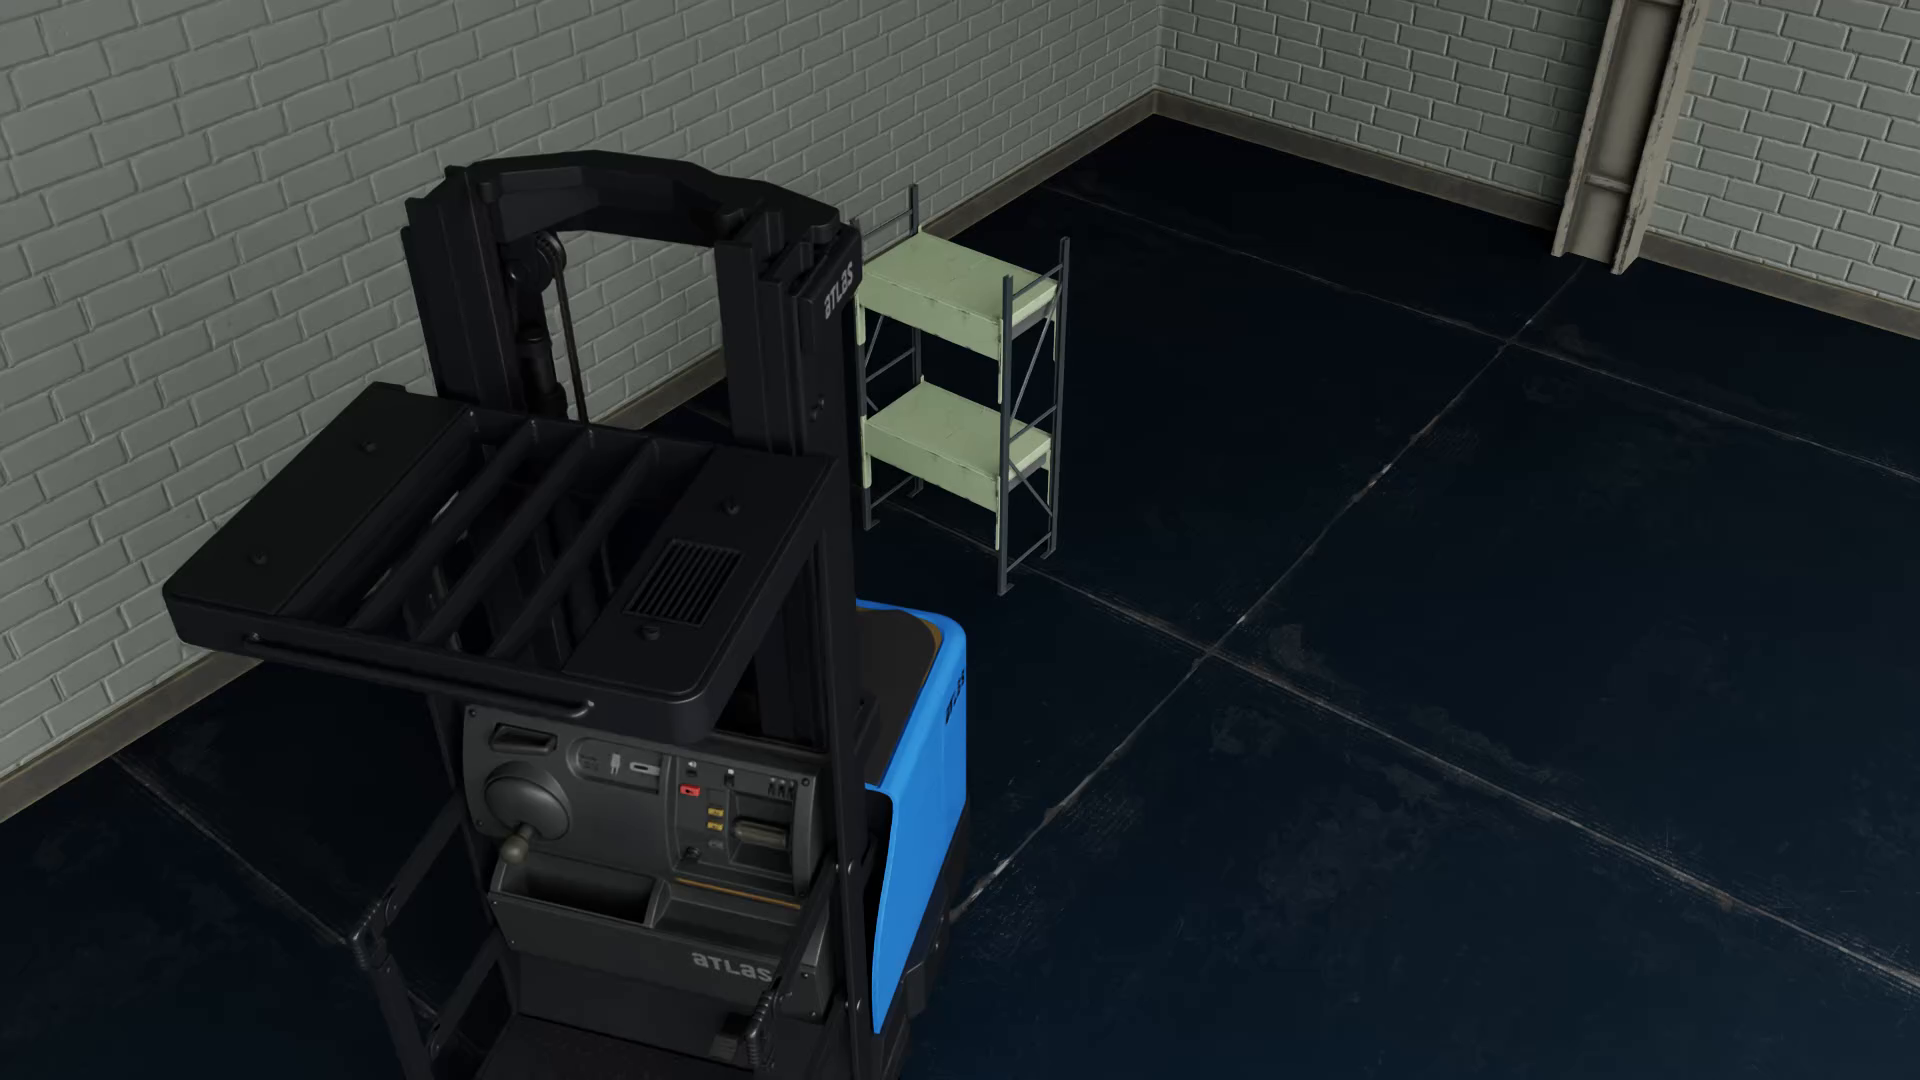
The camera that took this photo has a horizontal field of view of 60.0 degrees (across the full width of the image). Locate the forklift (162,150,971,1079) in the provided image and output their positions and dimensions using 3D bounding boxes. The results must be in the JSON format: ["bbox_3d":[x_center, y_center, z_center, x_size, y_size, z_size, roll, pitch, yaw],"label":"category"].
[{"bbox_3d":[-0.853,0.728,3.942,1.130,2.935,3.031,10,39,12],"label":"forklift"}]

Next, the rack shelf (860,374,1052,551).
[{"bbox_3d":[-0.005,-0.336,6.992,0.720,0.370,0.431,25,45,29],"label":"rack shelf"}]

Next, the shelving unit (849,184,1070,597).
[{"bbox_3d":[-0.005,-0.593,6.791,0.755,1.500,0.431,25,45,29],"label":"shelving unit"}]

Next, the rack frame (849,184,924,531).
[{"bbox_3d":[-0.296,-0.730,6.966,0.023,1.500,0.400,25,45,29],"label":"rack frame"}]

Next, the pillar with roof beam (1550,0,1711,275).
[{"bbox_3d":[0.931,-3.033,3.825,0.400,9.000,9.100,25,45,29],"label":"pillar with roof beam"}]

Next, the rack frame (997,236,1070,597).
[{"bbox_3d":[0.285,-0.456,6.616,0.023,1.500,0.400,25,45,29],"label":"rack frame"}]

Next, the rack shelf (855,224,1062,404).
[{"bbox_3d":[-0.005,-0.900,6.550,0.720,0.370,0.431,25,45,29],"label":"rack shelf"}]
